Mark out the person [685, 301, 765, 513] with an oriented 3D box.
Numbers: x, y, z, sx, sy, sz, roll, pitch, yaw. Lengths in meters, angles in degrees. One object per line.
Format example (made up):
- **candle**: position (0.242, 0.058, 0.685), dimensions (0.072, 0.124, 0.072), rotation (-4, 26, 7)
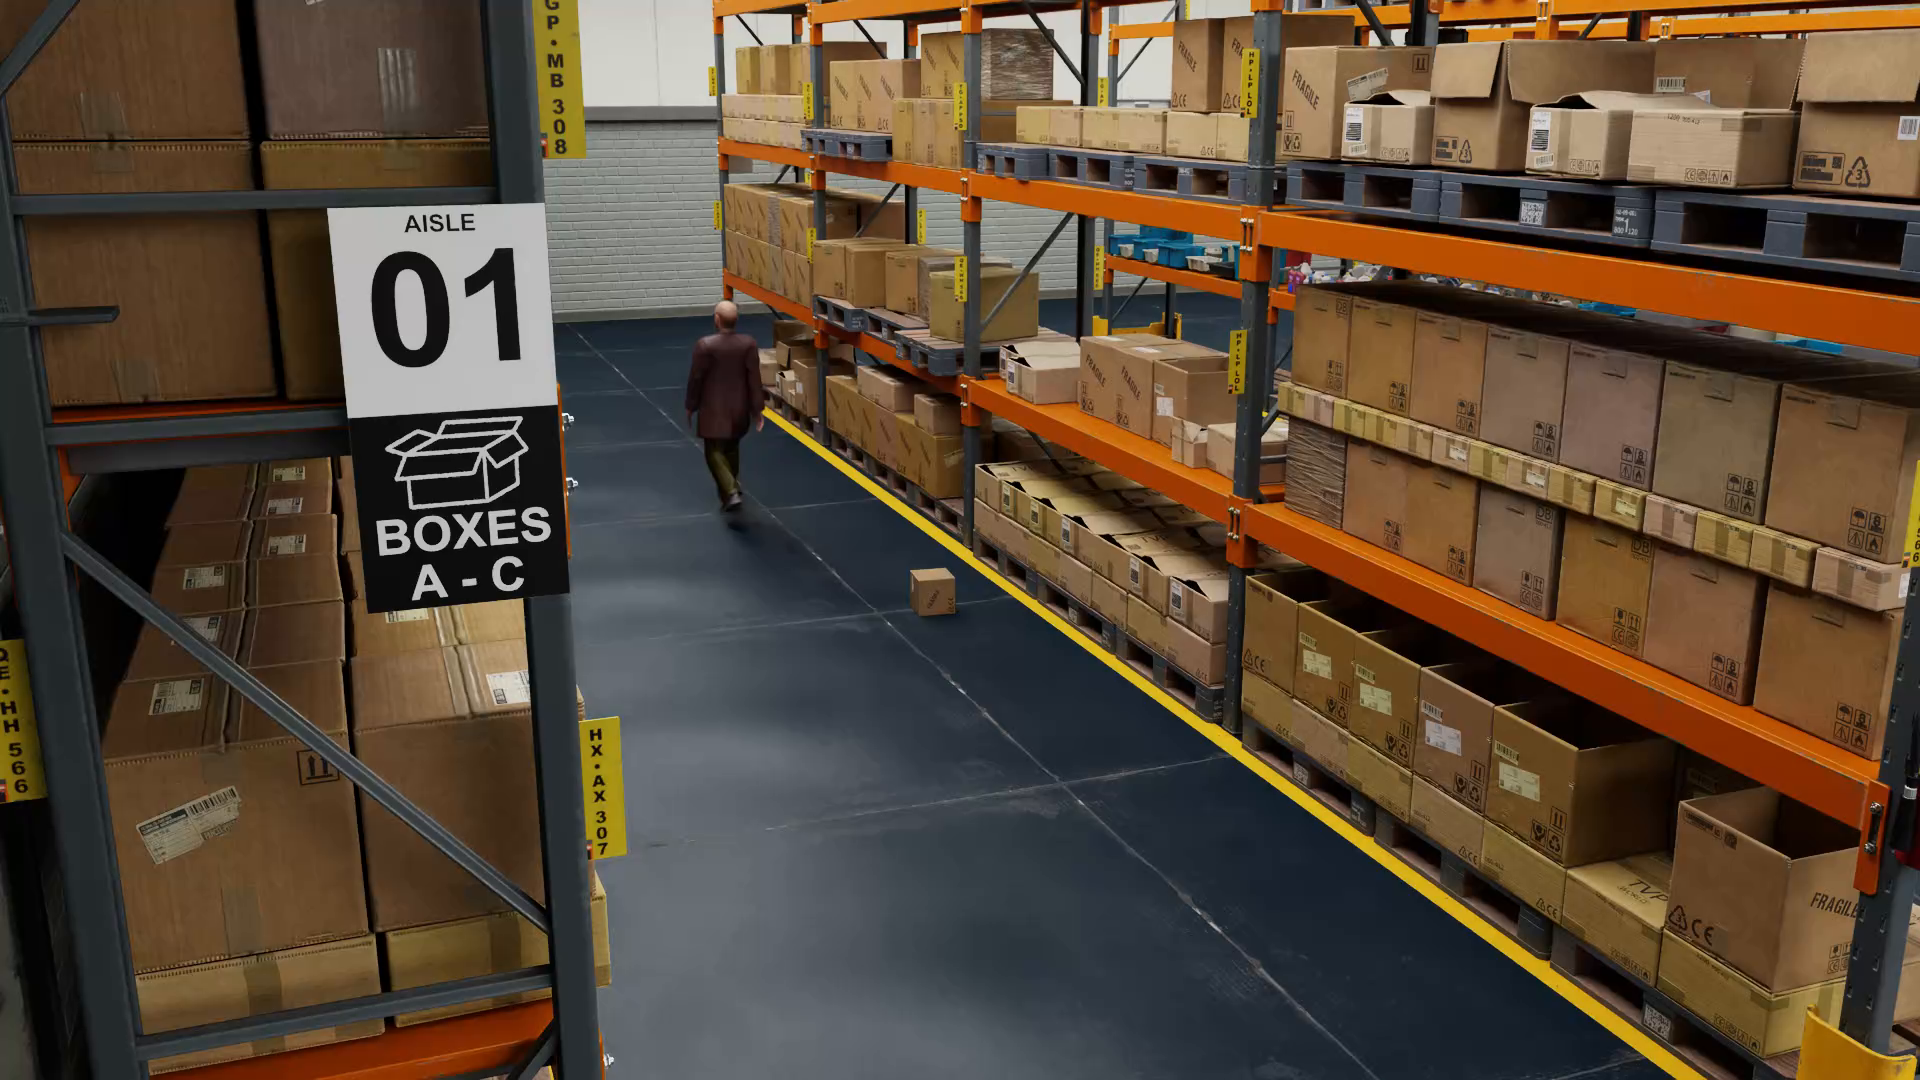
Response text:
- **person**: position (-1.906, -1.069, 13.440), dimensions (0.616, 1.739, 1.032), rotation (-8, 17, -26)
